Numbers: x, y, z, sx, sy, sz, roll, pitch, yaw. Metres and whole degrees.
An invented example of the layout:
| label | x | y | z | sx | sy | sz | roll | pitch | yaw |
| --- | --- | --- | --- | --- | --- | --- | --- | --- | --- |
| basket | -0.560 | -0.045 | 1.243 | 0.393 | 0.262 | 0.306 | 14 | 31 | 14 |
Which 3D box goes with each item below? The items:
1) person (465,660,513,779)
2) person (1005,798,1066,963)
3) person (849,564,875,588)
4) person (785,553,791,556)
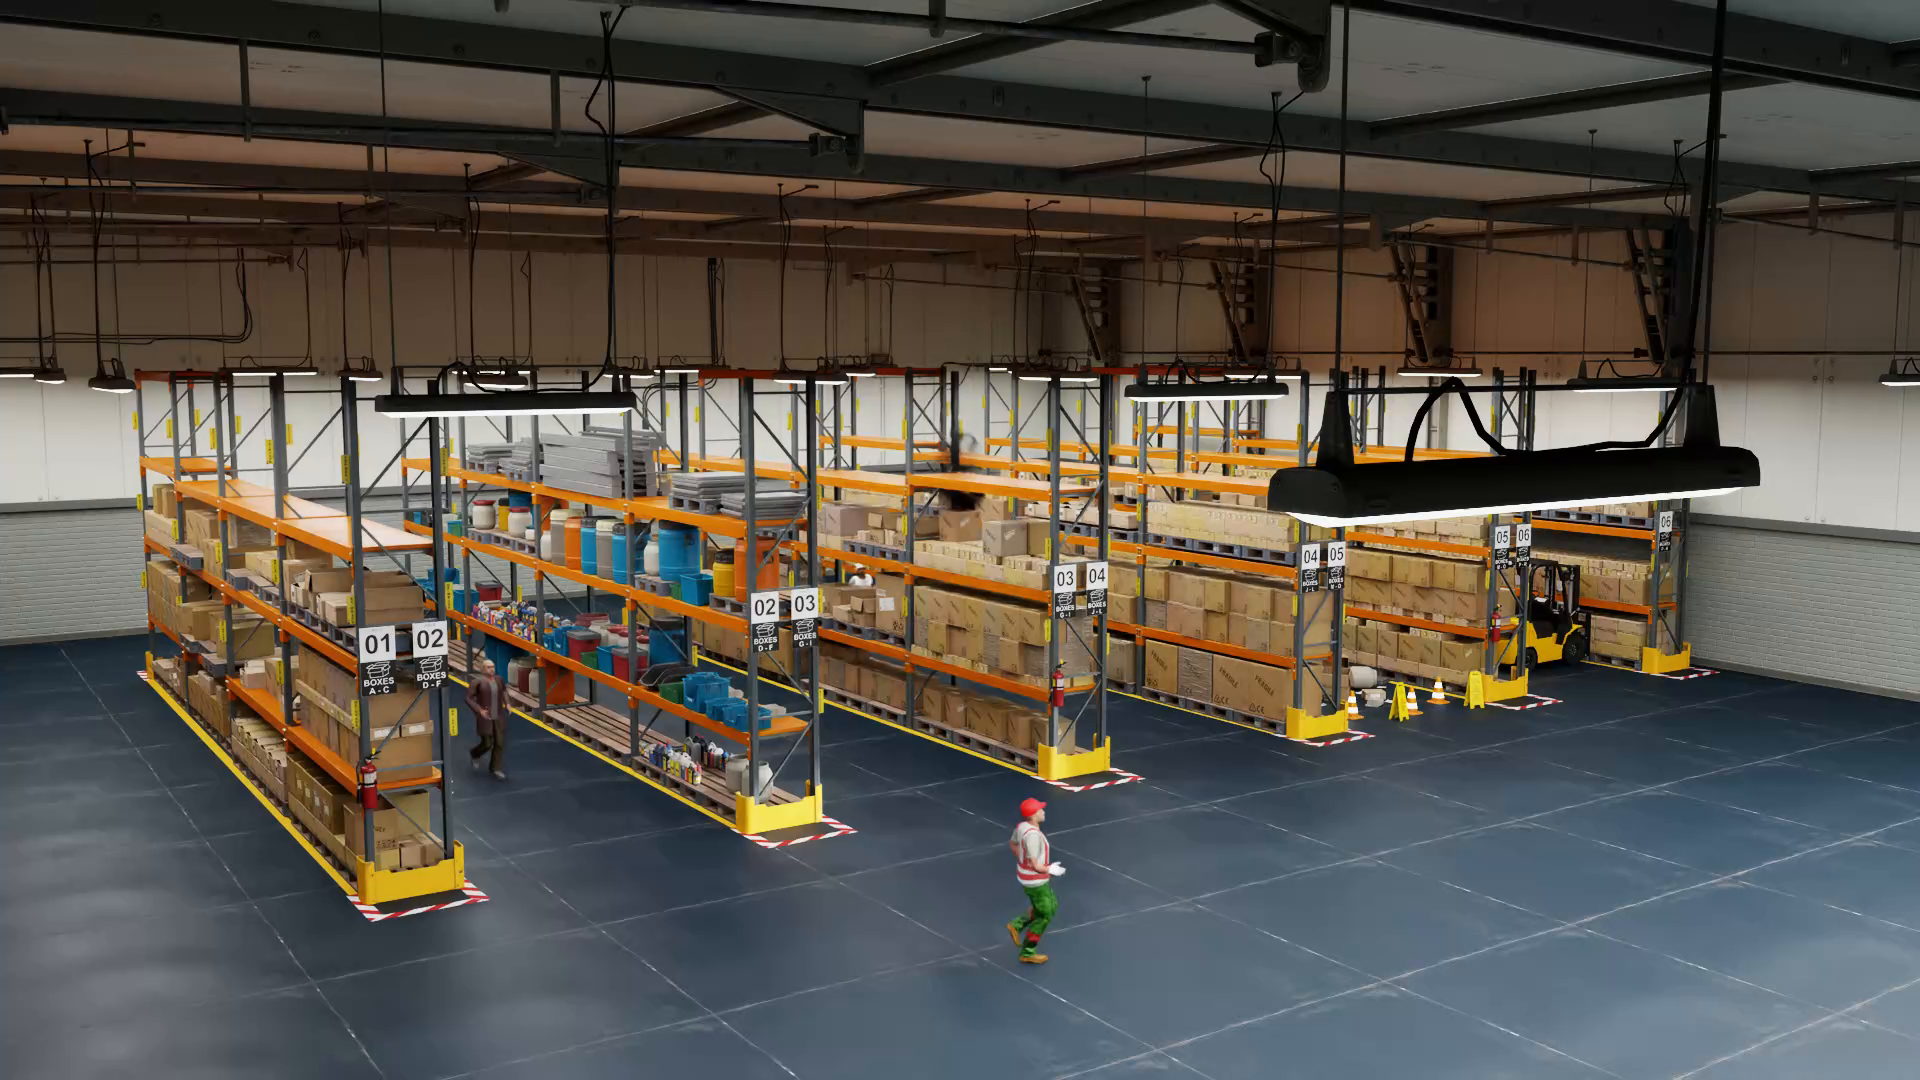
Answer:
| label | x | y | z | sx | sy | sz | roll | pitch | yaw |
| --- | --- | --- | --- | --- | --- | --- | --- | --- | --- |
| person | -7.061 | 2.660 | 24.911 | 0.770 | 1.763 | 0.738 | 6 | 9 | 44 |
| person | 0.781 | 3.527 | 17.252 | 0.594 | 1.742 | 0.655 | -1 | 7 | -9 |
| person | -2.093 | 1.371 | 36.261 | 0.695 | 1.752 | 0.654 | -3 | 7 | -25 |
| person | -4.187 | 1.121 | 39.465 | 0.587 | 1.610 | 0.647 | -3 | 7 | -22 |
